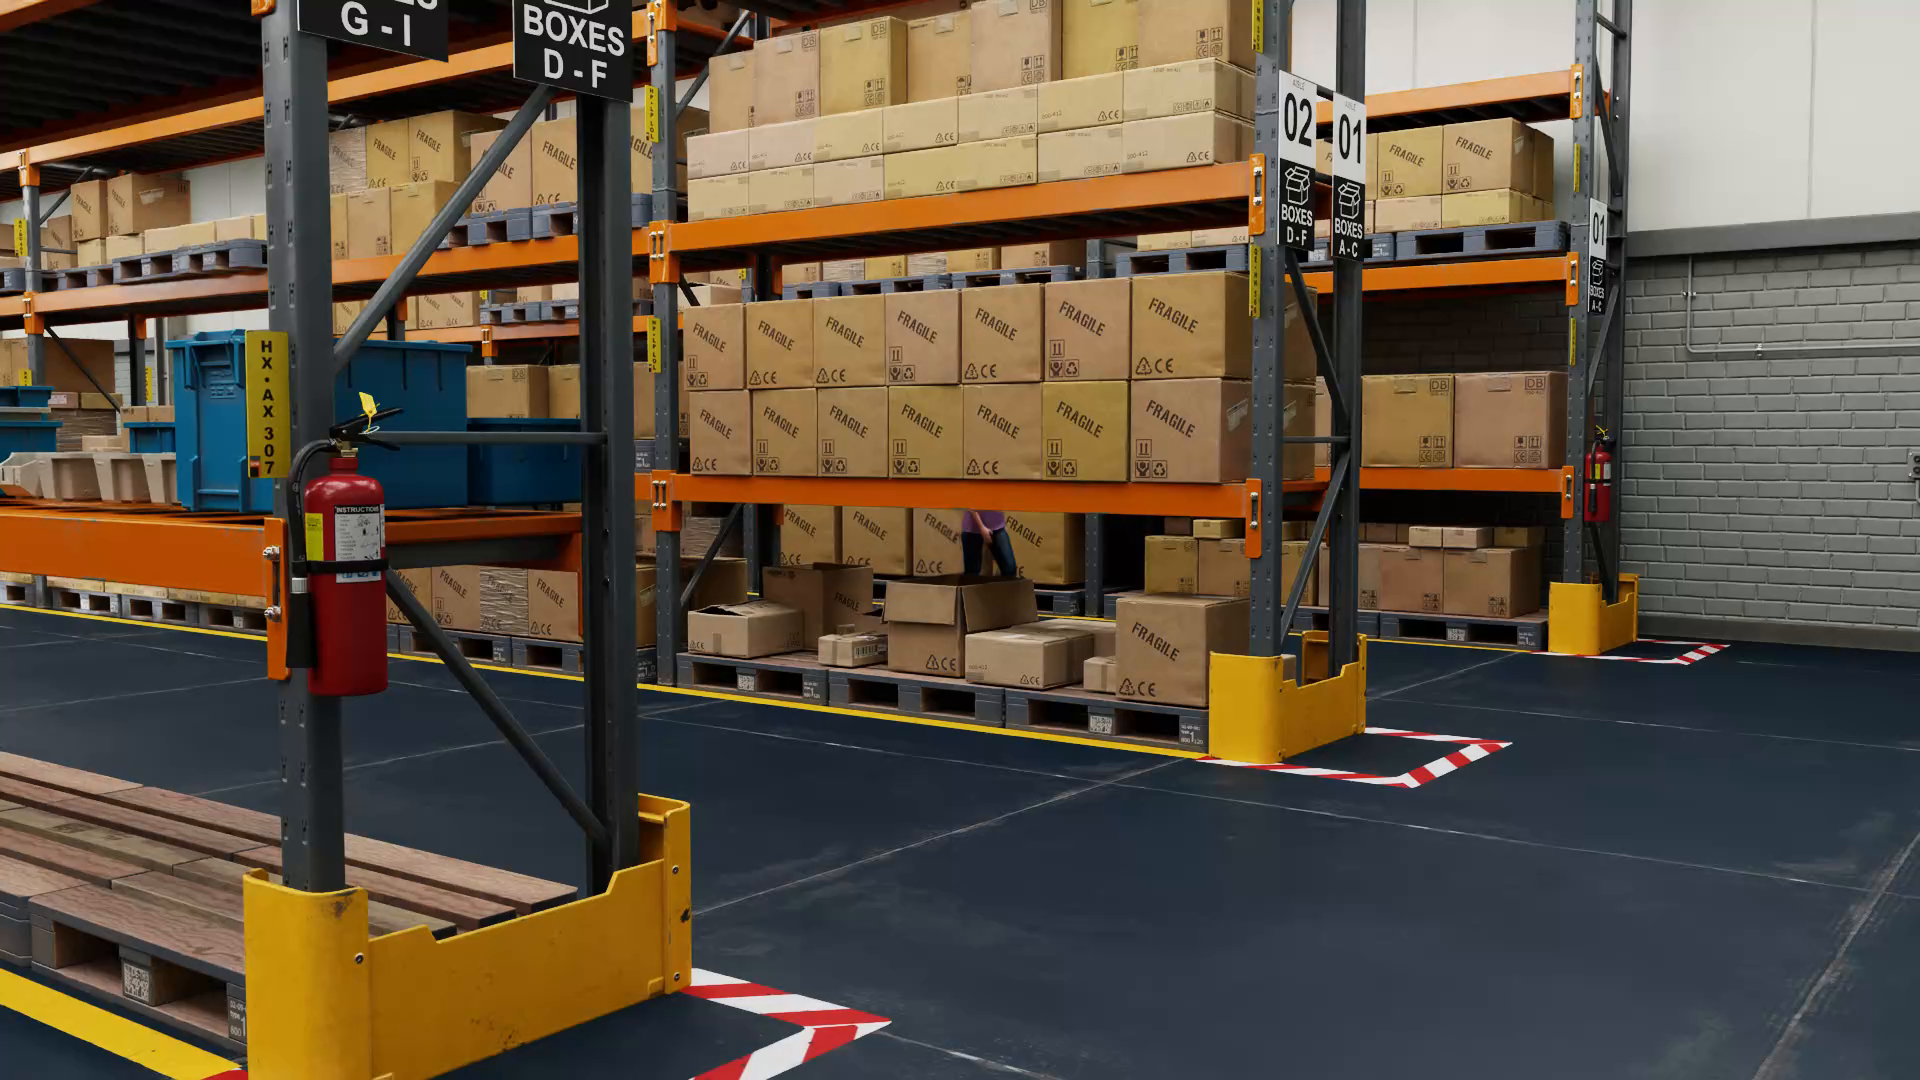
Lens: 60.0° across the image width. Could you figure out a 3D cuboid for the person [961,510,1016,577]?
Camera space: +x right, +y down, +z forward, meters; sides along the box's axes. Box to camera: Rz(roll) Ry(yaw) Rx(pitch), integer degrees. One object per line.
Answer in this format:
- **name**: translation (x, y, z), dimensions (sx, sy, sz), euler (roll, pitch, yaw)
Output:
- **person**: translation (0.210, -0.043, 12.640), dimensions (0.429, 1.619, 0.716), euler (-3, 4, -39)
